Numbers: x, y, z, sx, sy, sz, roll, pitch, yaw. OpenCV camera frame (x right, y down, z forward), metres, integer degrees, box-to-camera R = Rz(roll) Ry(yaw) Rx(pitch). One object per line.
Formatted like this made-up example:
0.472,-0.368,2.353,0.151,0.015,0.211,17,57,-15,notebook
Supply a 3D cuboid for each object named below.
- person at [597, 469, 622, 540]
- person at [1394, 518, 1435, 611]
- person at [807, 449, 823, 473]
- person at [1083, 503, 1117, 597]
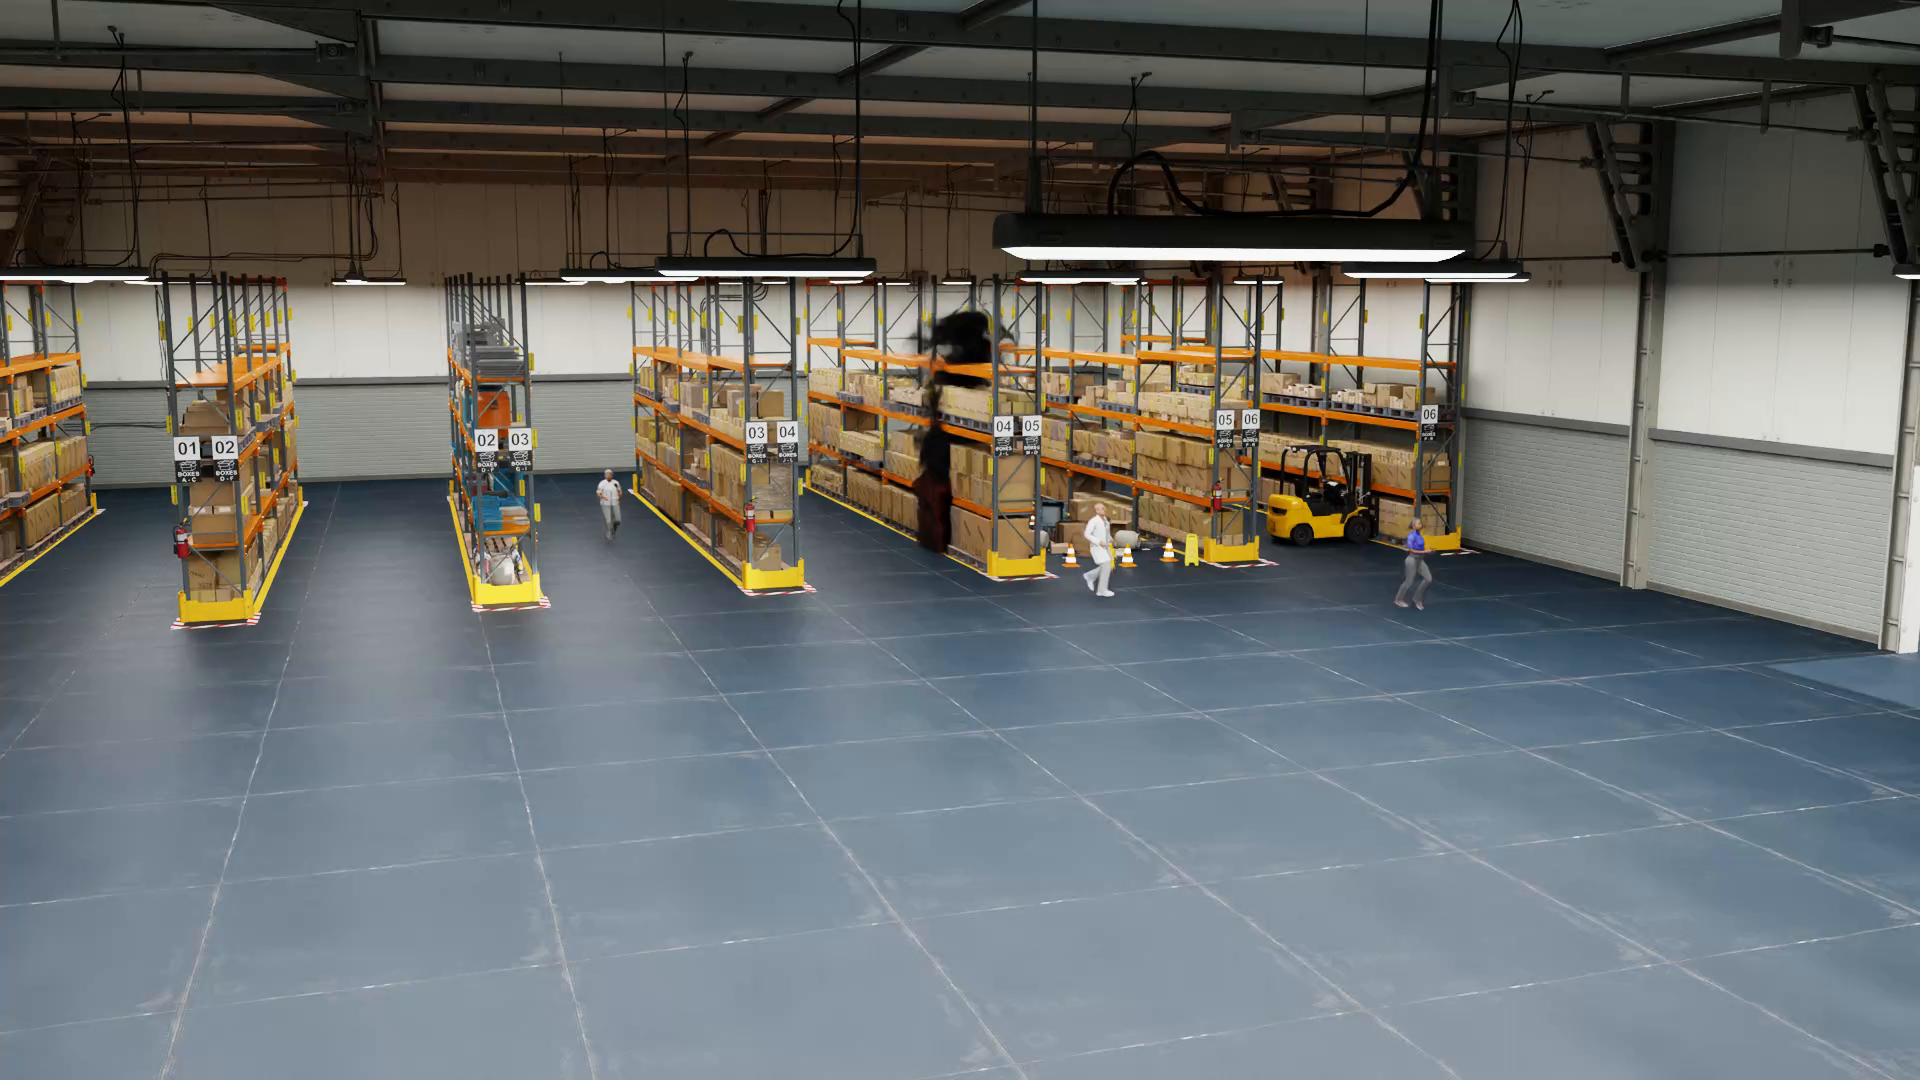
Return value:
-7.952,-0.792,37.897,0.595,1.623,0.540,-4,9,-23,person
8.153,0.442,29.739,0.709,1.686,0.542,8,12,43,person
-4.251,-2.581,49.723,0.624,1.681,0.700,-4,9,-23,person
2.582,0.176,31.169,0.716,1.738,0.727,6,10,33,person
